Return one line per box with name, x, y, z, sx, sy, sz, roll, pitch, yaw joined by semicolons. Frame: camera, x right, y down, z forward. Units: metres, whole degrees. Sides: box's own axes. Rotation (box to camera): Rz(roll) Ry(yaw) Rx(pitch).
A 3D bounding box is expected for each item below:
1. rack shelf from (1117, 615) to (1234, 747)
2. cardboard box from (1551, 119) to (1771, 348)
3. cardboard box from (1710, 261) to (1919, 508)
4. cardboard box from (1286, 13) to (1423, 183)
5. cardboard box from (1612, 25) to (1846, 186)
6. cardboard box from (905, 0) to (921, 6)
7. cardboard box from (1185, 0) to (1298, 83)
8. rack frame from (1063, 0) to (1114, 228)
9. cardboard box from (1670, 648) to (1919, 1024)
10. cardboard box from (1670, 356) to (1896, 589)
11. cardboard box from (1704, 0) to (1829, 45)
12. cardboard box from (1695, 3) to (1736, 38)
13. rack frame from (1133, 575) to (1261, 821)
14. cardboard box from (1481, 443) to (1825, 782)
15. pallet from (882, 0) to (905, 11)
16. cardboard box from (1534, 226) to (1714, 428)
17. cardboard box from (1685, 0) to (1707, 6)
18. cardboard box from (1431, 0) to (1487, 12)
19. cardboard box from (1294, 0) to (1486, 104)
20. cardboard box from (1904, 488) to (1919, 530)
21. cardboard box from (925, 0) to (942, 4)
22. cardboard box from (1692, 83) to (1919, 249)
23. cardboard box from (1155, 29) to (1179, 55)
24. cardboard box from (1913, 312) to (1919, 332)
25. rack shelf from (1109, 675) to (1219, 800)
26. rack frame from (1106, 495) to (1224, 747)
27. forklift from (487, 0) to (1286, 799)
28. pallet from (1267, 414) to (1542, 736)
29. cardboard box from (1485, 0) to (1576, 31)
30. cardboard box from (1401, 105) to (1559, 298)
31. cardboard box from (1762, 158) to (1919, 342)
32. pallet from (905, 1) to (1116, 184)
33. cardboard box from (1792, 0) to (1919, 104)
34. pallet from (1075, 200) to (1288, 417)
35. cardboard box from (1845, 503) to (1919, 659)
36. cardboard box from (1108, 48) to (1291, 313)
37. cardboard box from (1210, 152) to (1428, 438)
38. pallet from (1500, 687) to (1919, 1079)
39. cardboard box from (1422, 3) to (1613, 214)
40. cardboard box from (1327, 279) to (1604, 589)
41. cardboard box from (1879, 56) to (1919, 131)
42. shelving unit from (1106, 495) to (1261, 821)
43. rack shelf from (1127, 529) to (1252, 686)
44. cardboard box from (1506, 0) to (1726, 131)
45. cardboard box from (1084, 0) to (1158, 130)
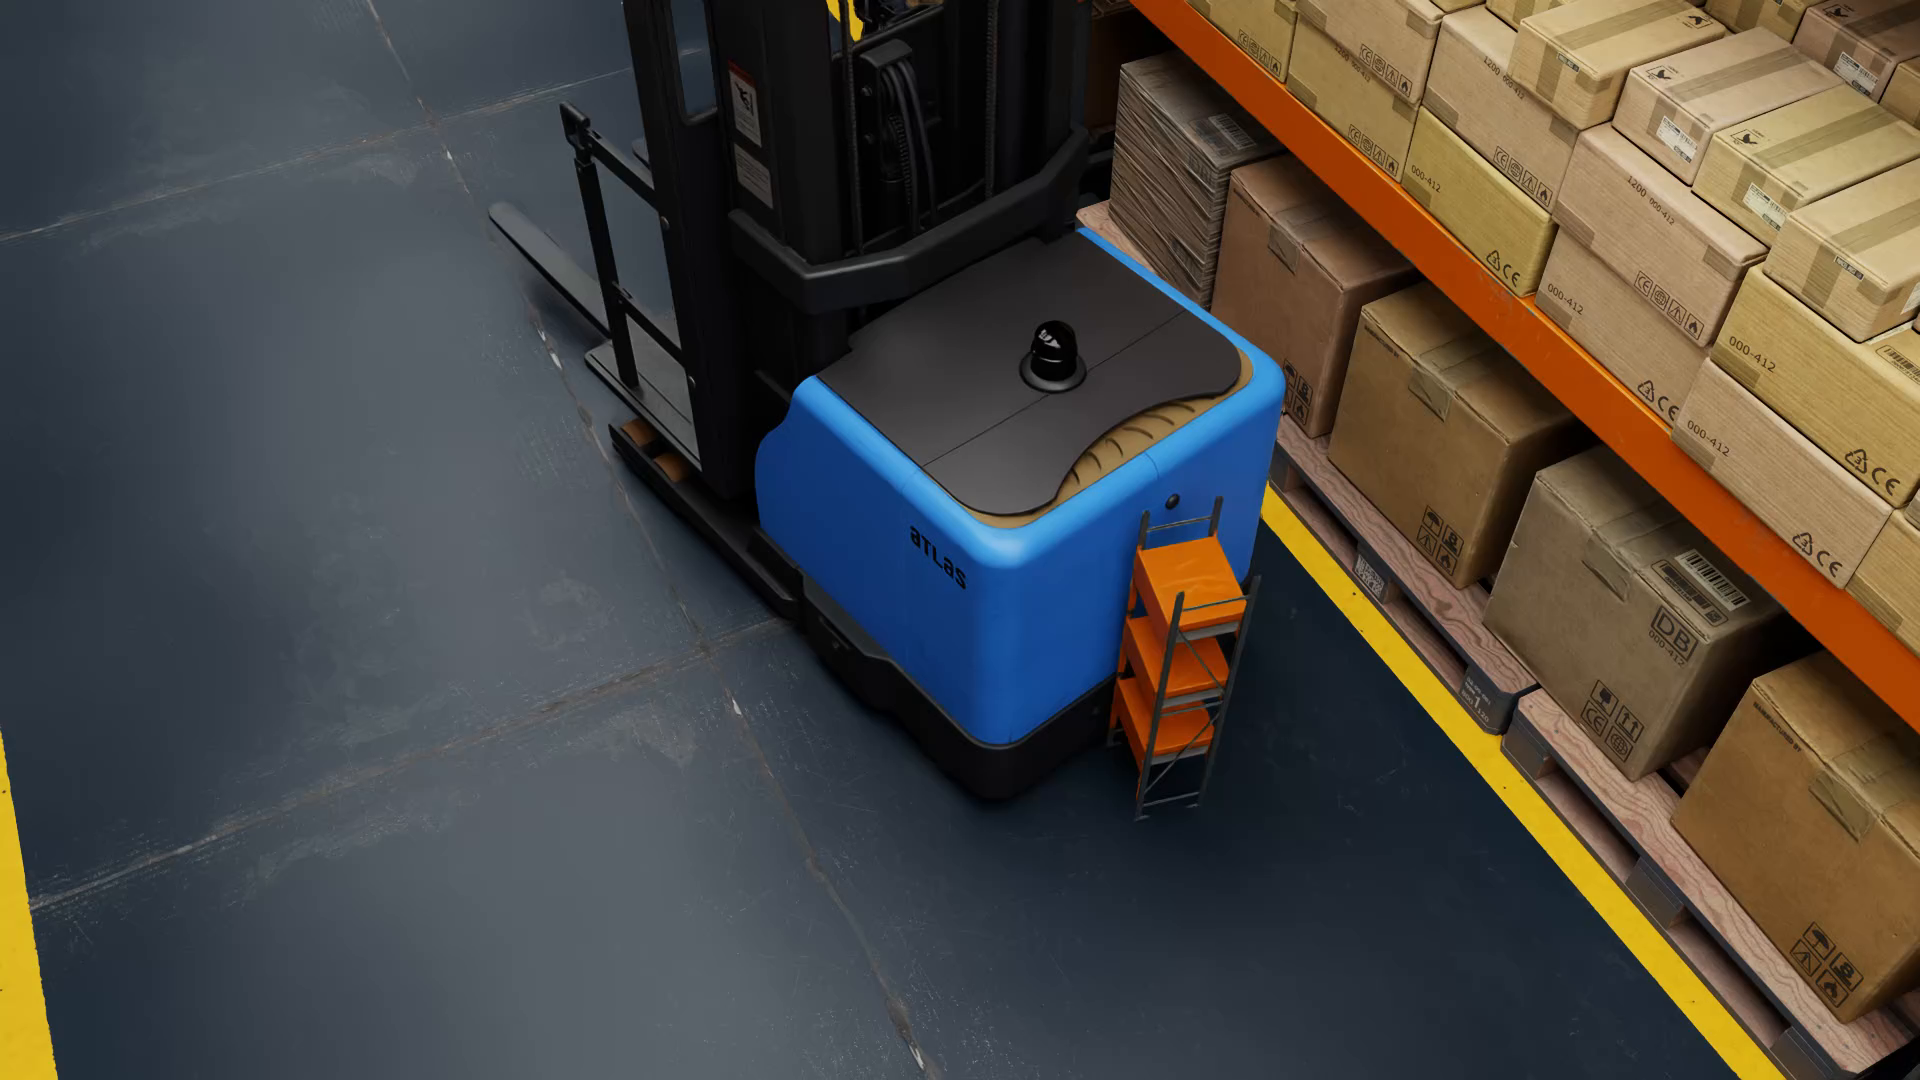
rack shelf;0.549;0.341;4.261;0.215;0.259;0.240;-11;53;-10
cardboard box;1.693;-0.737;3.669;0.500;0.250;0.500;-20;52;-17
cardboard box;1.922;-0.393;3.368;0.500;0.250;0.500;-22;53;-18
cardboard box;1.239;-1.261;4.460;0.500;0.250;0.500;-23;53;-19
cardboard box;1.651;-0.939;3.581;0.380;0.149;0.250;-21;52;-17
cardboard box;-0.061;-2.585;6.900;0.500;0.500;0.500;-19;52;-16
cardboard box;0.997;-1.604;4.759;0.500;0.250;0.500;-22;52;-18
rack frame;0.786;-2.373;5.332;1.000;3.000;0.127;-21;52;-18
cardboard box;2.367;0.603;4.029;0.875;0.625;0.625;-19;52;-16
cardboard box;1.918;-0.228;3.556;0.500;0.250;0.500;-21;52;-18
cardboard box;1.990;-1.287;3.886;0.380;0.149;0.250;-21;52;-17
cardboard box;1.924;-1.266;4.132;0.500;0.250;0.500;-22;52;-18
rack frame;0.581;0.427;4.180;0.200;1.050;0.008;-11;53;-10
cardboard box;2.019;0.081;4.485;0.875;0.625;0.625;-22;52;-18
pallet;-0.077;-2.783;7.544;1.003;0.211;1.213;-21;52;-18
cardboard box;1.718;-0.571;3.856;0.500;0.250;0.500;-21;52;-17
cardboard box;1.834;-1.450;4.028;0.380;0.149;0.250;-20;52;-17
cardboard box;1.269;-1.444;4.023;0.380;0.149;0.250;-20;52;-17
cardboard box;1.223;-1.415;4.262;0.500;0.250;0.500;-22;53;-18
cardboard box;2.164;-0.051;3.070;0.500;0.250;0.500;-22;52;-18
cardboard box;0.181;-2.235;6.594;0.500;0.500;0.500;-22;52;-18
cardboard box;1.760;-0.770;3.433;0.380;0.149;0.250;-22;52;-18
cardboard box;0.842;-2.066;6.446;0.500;0.500;0.500;-19;52;-16
cardboard box;2.063;-0.442;3.147;0.380;0.149;0.250;-21;52;-18
rack shelf;0.546;0.513;4.479;0.215;0.259;0.240;-11;53;-10
rack frame;0.518;0.241;4.325;0.200;1.050;0.008;-11;53;-10
forklift;-0.483;-1.306;4.445;1.130;2.935;3.031;-32;56;-25
pallet;1.682;-0.075;5.175;1.003;0.211;1.213;-21;52;-18
cardboard box;1.474;-1.303;3.900;0.380;0.149;0.250;-21;52;-18
cardboard box;1.475;-0.914;4.156;0.500;0.250;0.500;-20;52;-16
cardboard box;1.825;-0.573;3.261;0.380;0.149;0.250;-23;53;-19
pallet;0.478;-1.967;6.830;1.003;0.211;1.213;-21;52;-18
cardboard box;2.109;-1.122;3.742;0.380;0.149;0.250;-22;52;-18
pallet;1.128;-0.890;5.888;1.003;0.211;1.213;-21;52;-18
cardboard box;2.153;0.107;3.263;0.500;0.250;0.500;-20;52;-17
cardboard box;1.059;-1.307;5.699;0.875;0.625;0.625;-20;52;-16
cardboard box;1.365;-0.872;5.319;0.875;0.625;0.625;-20;52;-16
pallet;2.244;0.743;4.460;1.003;0.211;1.213;-21;52;-18
cardboard box;1.479;-1.081;3.971;0.500;0.250;0.500;-20;52;-17
cardboard box;1.673;-0.422;4.925;0.875;0.625;0.625;-23;53;-19
cardboard box;2.230;-0.955;3.595;0.380;0.149;0.250;-21;52;-18
shelving unit;0.549;0.334;4.252;0.215;1.050;0.252;-11;53;-10
rack shelf;0.553;0.165;4.038;0.215;0.259;0.240;-11;53;-10
cardboard box;1.461;-1.090;3.713;0.380;0.149;0.250;-22;53;-18
cardboard box;0.401;-1.897;6.298;0.500;0.500;0.500;-20;52;-16
